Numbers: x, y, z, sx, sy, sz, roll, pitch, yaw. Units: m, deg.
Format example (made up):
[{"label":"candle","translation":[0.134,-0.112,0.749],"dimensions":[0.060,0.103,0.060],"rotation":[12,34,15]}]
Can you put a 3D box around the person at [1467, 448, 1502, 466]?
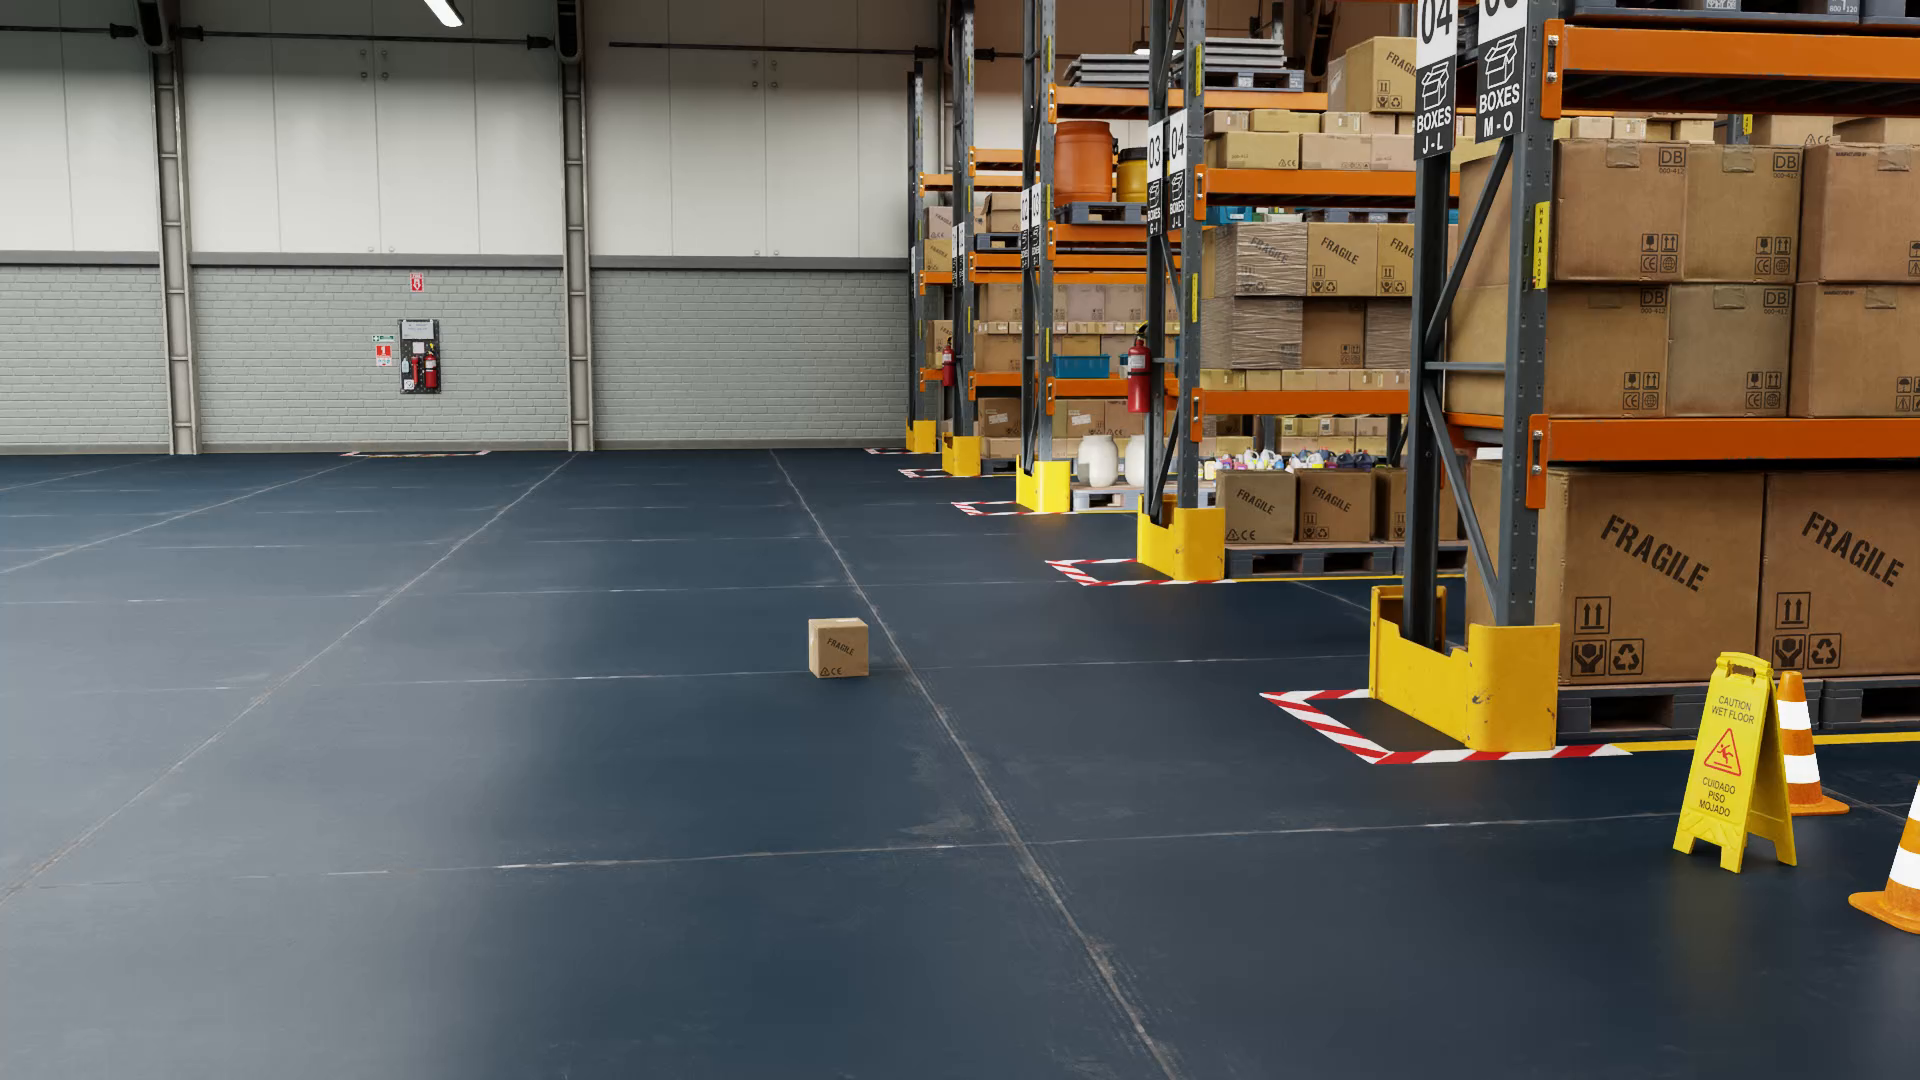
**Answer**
[{"label":"person","translation":[3.171,-0.410,9.587],"dimensions":[0.665,1.750,0.572],"rotation":[-3,7,-25]}]
